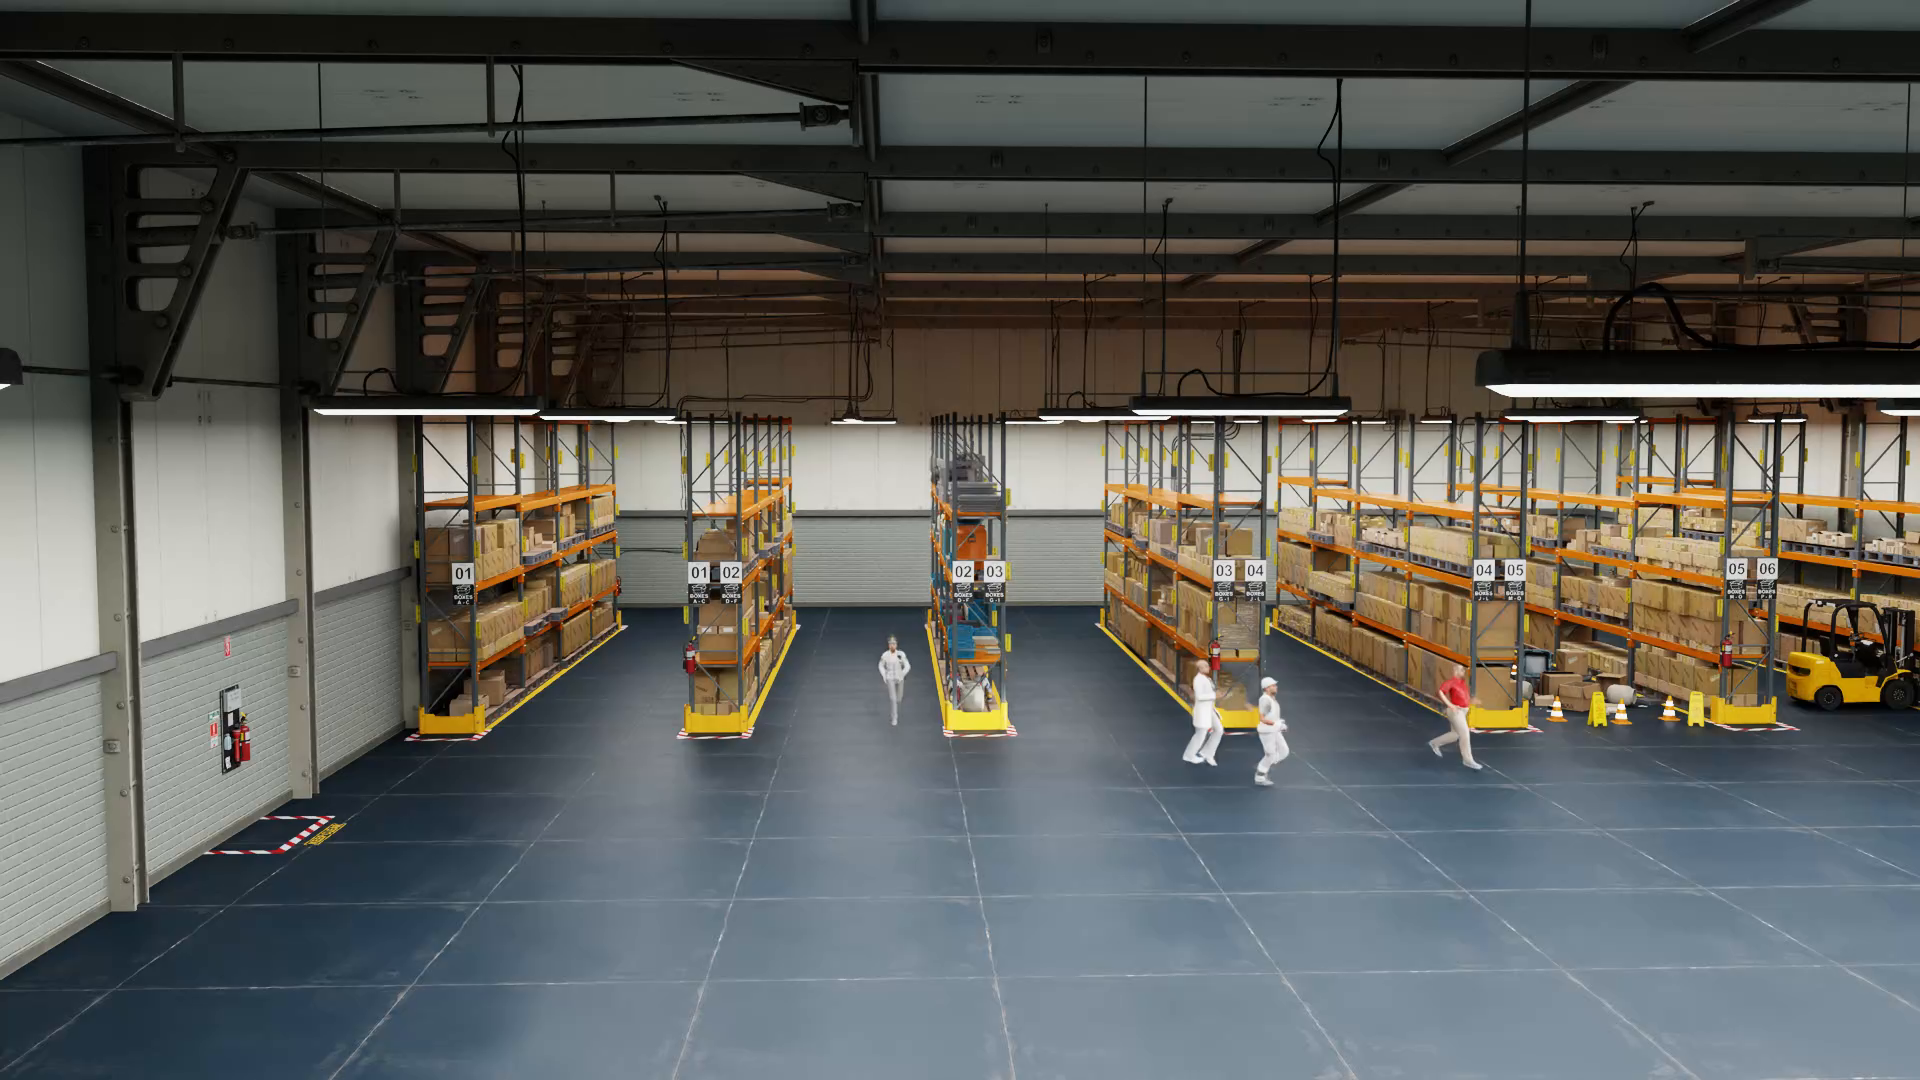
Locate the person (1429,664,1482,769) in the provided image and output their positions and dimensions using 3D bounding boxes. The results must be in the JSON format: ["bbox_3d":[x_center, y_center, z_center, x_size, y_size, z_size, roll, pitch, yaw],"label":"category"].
[{"bbox_3d":[8.390,2.957,28.111,0.927,1.737,0.664,3,5,33],"label":"person"}]

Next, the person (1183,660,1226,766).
[{"bbox_3d":[4.140,2.936,28.044,0.766,1.828,0.680,2,4,28],"label":"person"}]

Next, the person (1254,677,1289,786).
[{"bbox_3d":[4.967,3.041,26.388,0.574,1.740,0.628,2,4,25],"label":"person"}]

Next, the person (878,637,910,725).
[{"bbox_3d":[-1.273,2.707,32.232,0.614,1.684,0.628,0,4,-6],"label":"person"}]

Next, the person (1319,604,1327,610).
[{"bbox_3d":[10.440,1.625,48.716,0.594,1.577,0.764,-3,5,-39],"label":"person"}]
